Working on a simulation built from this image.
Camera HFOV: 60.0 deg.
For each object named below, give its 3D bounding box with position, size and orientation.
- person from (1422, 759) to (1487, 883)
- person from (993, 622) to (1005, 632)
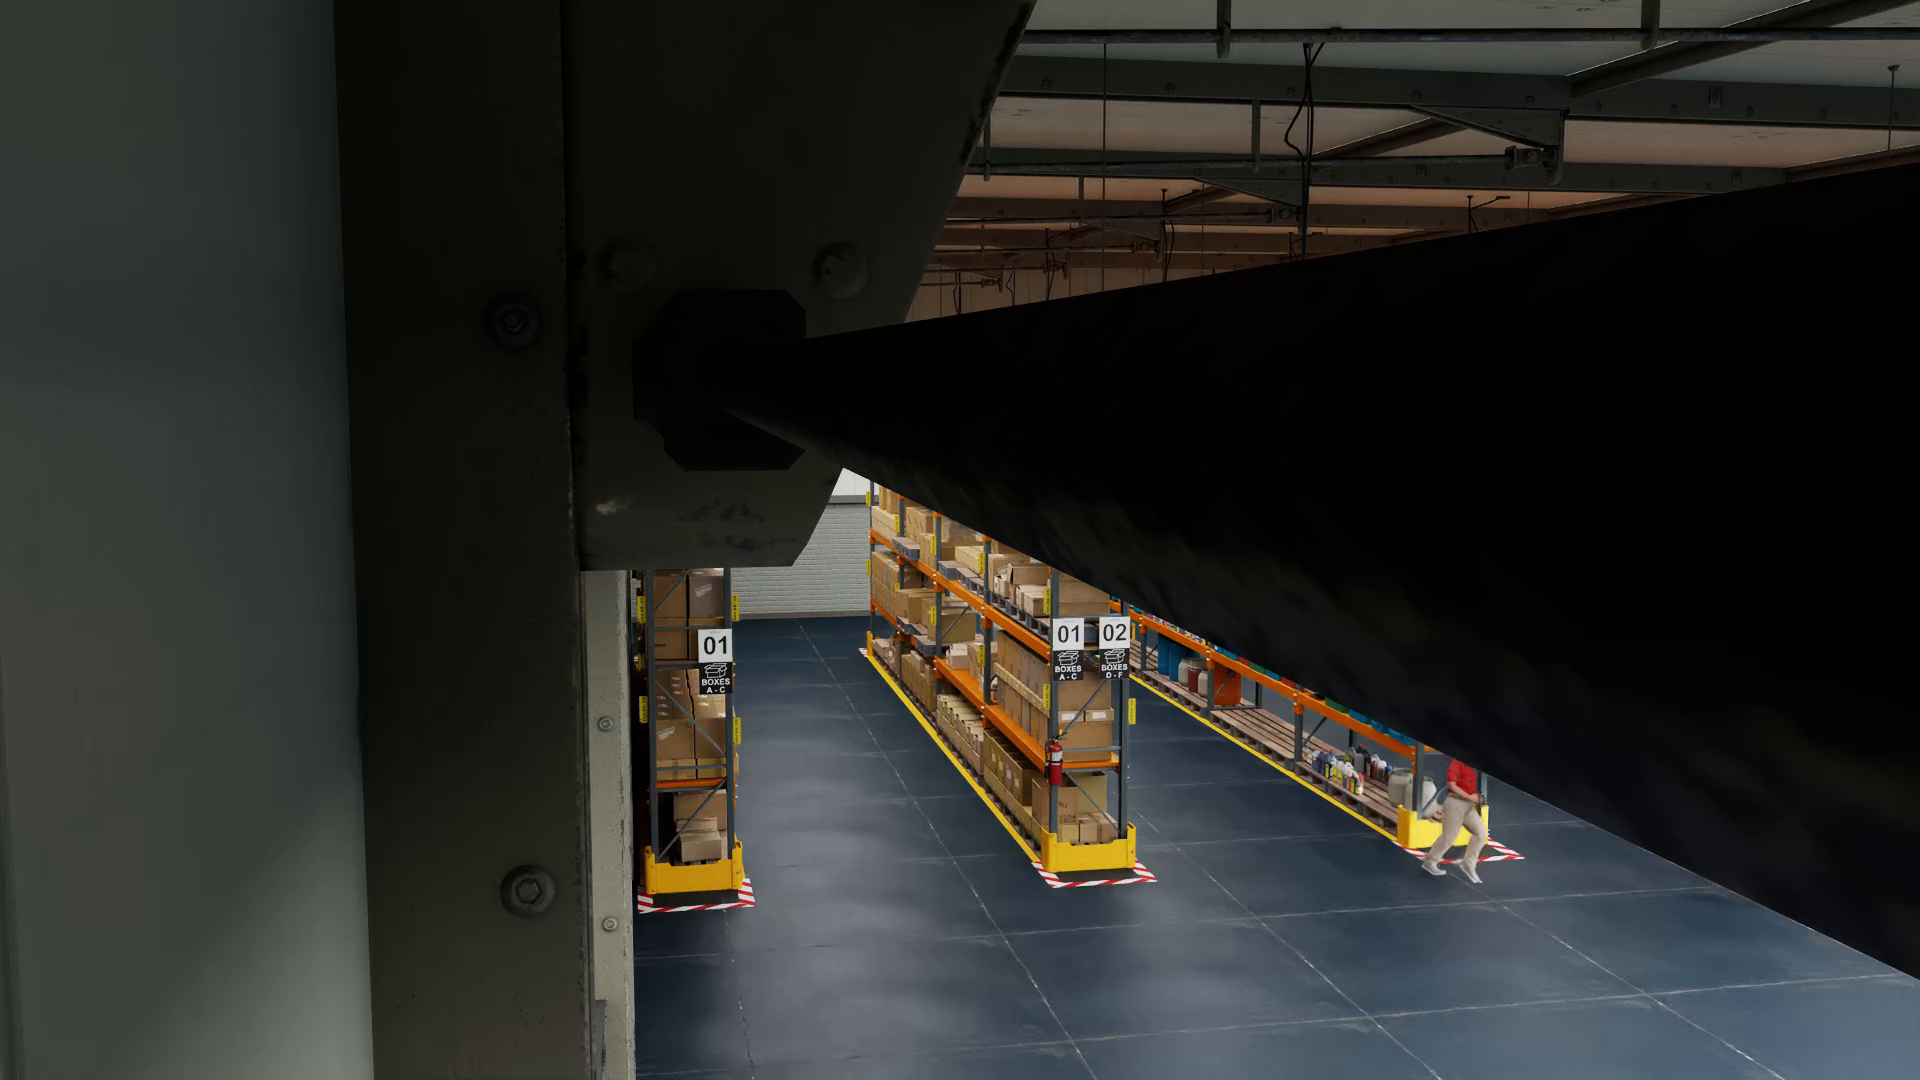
[{"bbox_3d":[6.189,3.342,20.639,0.704,1.764,0.725,4,7,35],"label":"person"},{"bbox_3d":[0.952,1.909,34.508,0.613,1.648,0.555,-2,6,-16],"label":"person"}]
